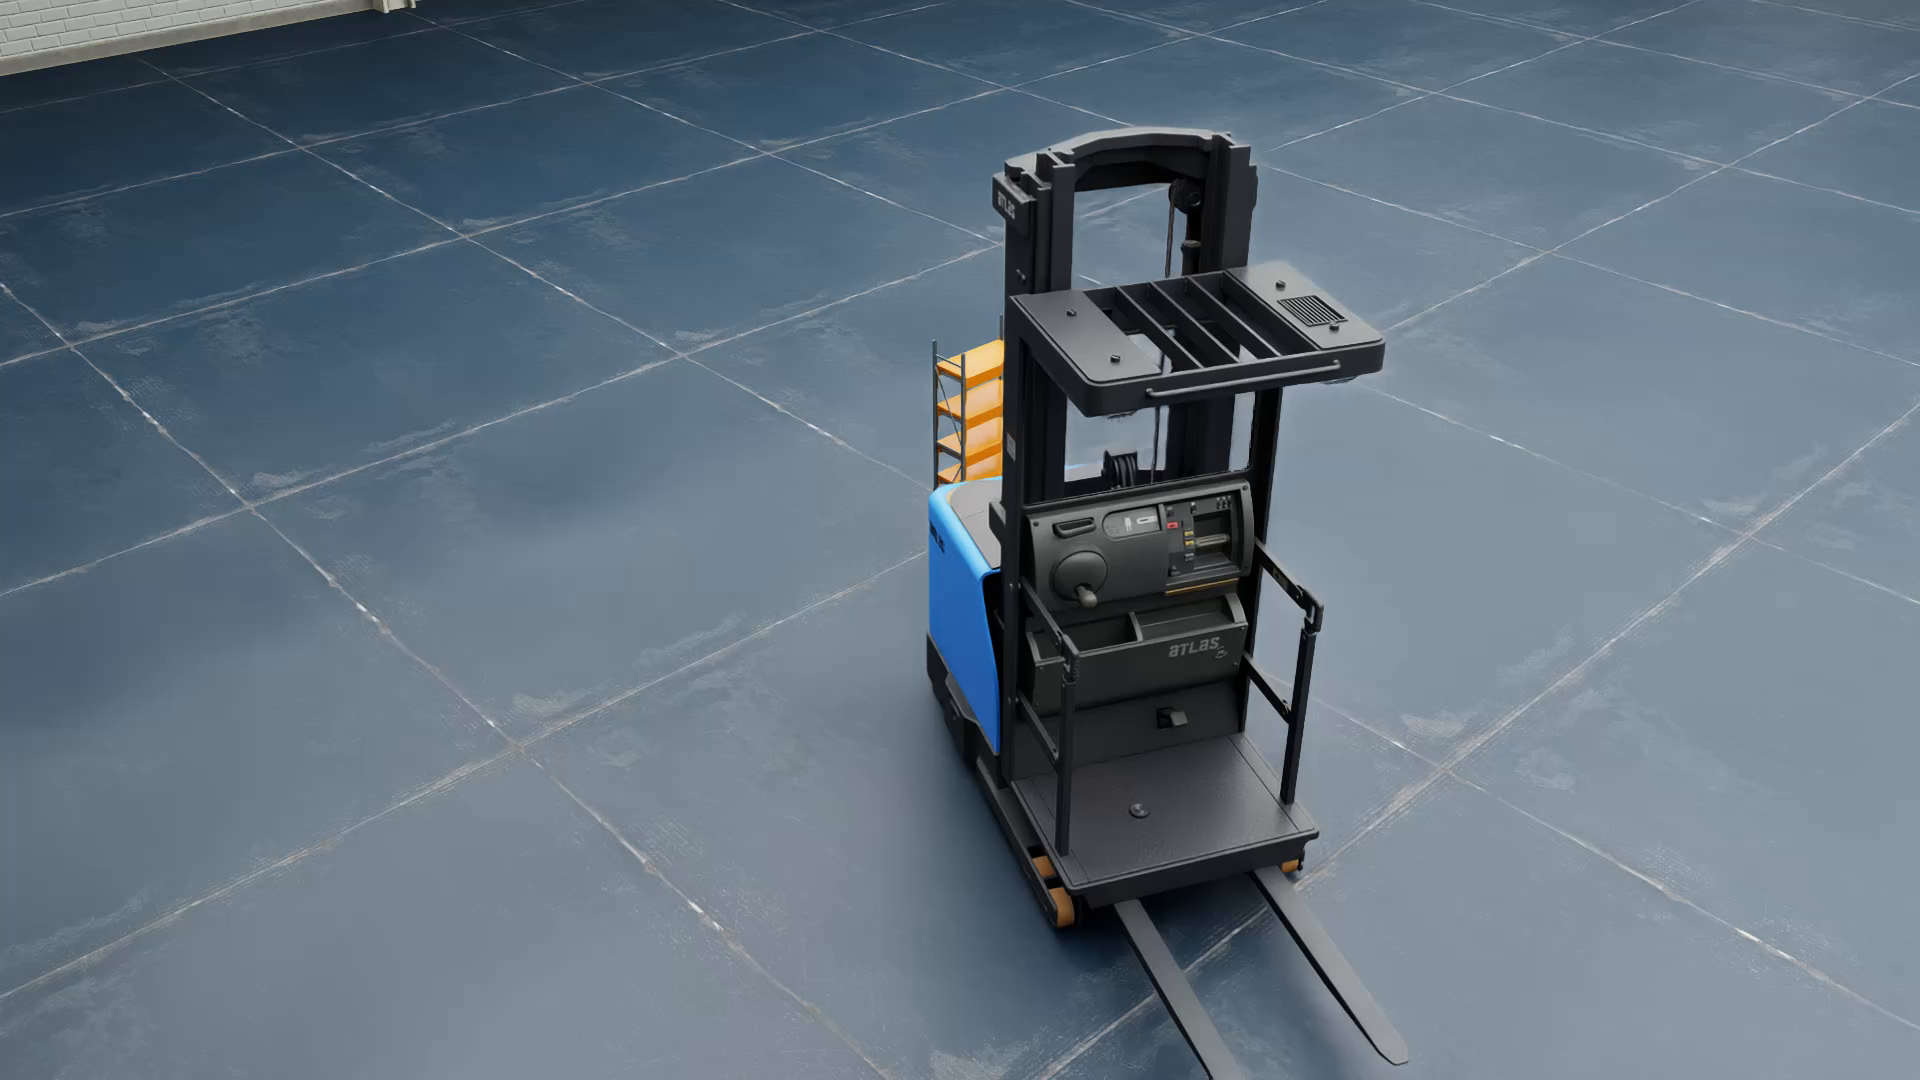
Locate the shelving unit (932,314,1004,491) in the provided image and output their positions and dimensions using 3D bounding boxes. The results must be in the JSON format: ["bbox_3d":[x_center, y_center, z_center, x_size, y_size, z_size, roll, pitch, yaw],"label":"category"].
[{"bbox_3d":[0.121,-0.571,9.033,0.503,1.200,0.258,-26,40,-35],"label":"shelving unit"}]

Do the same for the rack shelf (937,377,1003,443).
[{"bbox_3d":[0.121,-0.704,8.951,0.480,0.148,0.258,-26,40,-35],"label":"rack shelf"}]

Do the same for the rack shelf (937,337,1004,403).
[{"bbox_3d":[0.121,-0.906,8.828,0.480,0.148,0.258,-26,40,-35],"label":"rack shelf"}]

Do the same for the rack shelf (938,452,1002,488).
[{"bbox_3d":[0.121,-0.344,9.172,0.480,0.148,0.258,-26,40,-35],"label":"rack shelf"}]

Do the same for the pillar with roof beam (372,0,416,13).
[{"bbox_3d":[-3.676,-8.404,14.368,0.400,9.000,9.100,-26,40,-35],"label":"pillar with roof beam"}]

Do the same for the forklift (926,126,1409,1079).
[{"bbox_3d":[0.785,0.073,6.321,1.130,2.935,3.031,-10,33,-16],"label":"forklift"}]

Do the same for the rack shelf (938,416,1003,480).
[{"bbox_3d":[0.121,-0.513,9.068,0.480,0.148,0.258,-26,40,-35],"label":"rack shelf"}]

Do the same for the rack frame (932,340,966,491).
[{"bbox_3d":[-0.058,-0.484,8.891,0.015,1.200,0.240,-26,40,-35],"label":"rack frame"}]

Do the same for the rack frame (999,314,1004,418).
[{"bbox_3d":[0.300,-0.657,9.175,0.015,1.200,0.240,-26,40,-35],"label":"rack frame"}]
